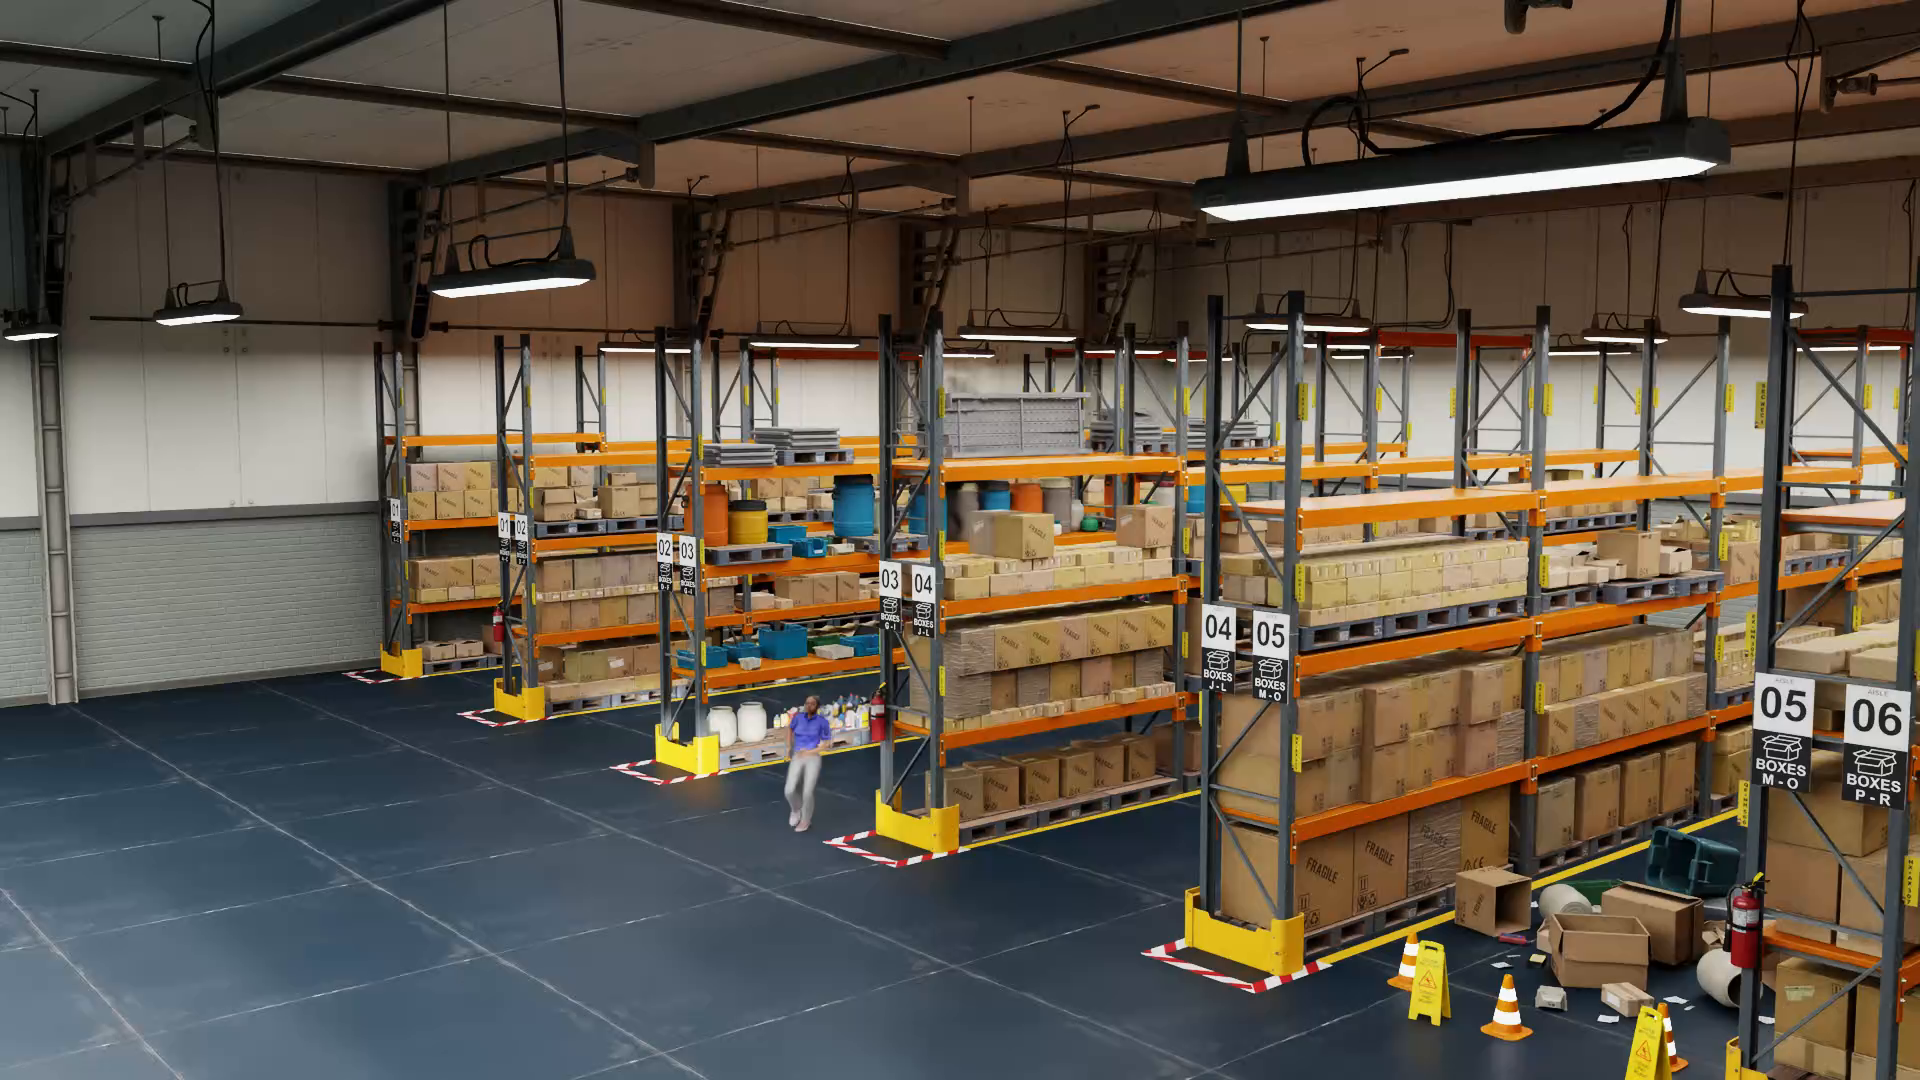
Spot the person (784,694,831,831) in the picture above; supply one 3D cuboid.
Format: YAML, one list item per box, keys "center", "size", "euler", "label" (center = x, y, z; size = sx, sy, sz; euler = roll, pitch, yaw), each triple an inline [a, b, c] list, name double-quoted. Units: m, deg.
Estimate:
- center: [-1.792, 2.606, 19.397]
  size: [0.597, 1.621, 0.524]
  euler: [1, 5, 11]
  label: "person"

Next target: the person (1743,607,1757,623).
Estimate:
- center: [12.380, 1.974, 25.814]
  size: [0.891, 1.740, 0.706]
  euler: [-4, 7, -37]
  label: "person"

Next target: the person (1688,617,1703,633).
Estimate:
- center: [10.881, 2.015, 24.498]
  size: [1.020, 1.777, 0.701]
  euler: [-4, 6, -34]
  label: "person"
